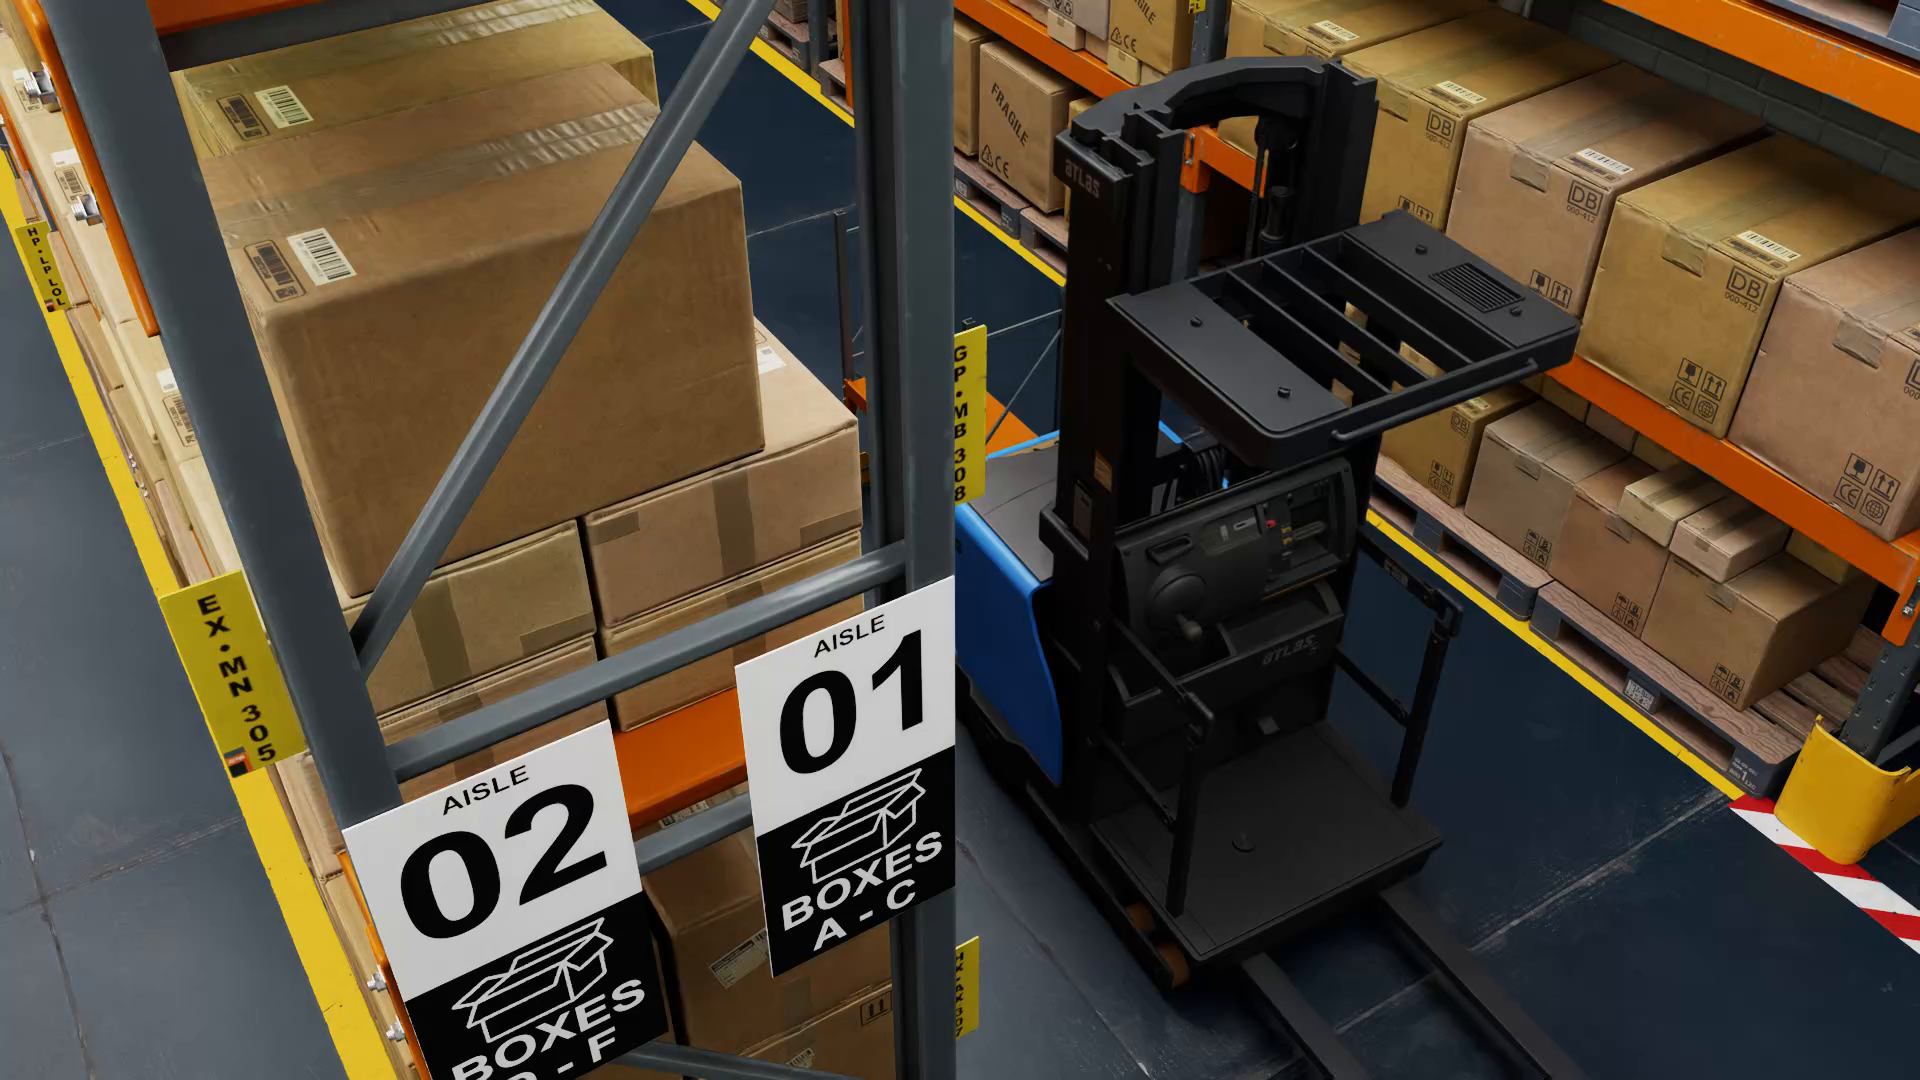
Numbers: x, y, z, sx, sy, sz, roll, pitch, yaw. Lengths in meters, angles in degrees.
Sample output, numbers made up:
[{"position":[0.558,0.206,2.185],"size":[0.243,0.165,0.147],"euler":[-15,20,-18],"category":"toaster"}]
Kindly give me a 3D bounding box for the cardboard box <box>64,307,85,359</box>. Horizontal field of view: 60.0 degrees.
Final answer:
[{"position":[-4.206,-1.138,8.382],"size":[0.500,0.500,0.500],"euler":[-23,45,-25],"category":"cardboard box"}]

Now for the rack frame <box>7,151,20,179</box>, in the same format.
[{"position":[-4.762,-2.827,8.799],"size":[1.000,3.000,0.127],"euler":[-22,45,-24],"category":"rack frame"}]

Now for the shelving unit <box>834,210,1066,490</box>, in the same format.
[{"position":[-0.041,-0.617,7.319],"size":[0.587,1.500,1.083],"euler":[-22,45,-24],"category":"shelving unit"}]

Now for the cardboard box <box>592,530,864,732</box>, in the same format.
[{"position":[-0.522,0.032,3.143],"size":[0.500,0.250,0.500],"euler":[-22,45,-24],"category":"cardboard box"}]

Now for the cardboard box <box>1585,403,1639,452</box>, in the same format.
[{"position":[2.945,-0.556,7.192],"size":[0.380,0.149,0.250],"euler":[-22,44,-24],"category":"cardboard box"}]

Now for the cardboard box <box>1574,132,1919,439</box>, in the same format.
[{"position":[3.031,-0.992,6.363],"size":[0.980,0.700,0.700],"euler":[-23,45,-25],"category":"cardboard box"}]

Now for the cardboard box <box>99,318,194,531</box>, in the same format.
[{"position":[-1.498,-0.329,3.576],"size":[0.500,0.250,0.500],"euler":[-22,45,-24],"category":"cardboard box"}]

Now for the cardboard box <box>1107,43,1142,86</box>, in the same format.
[{"position":[0.988,-2.499,8.587],"size":[0.380,0.149,0.250],"euler":[-21,44,-24],"category":"cardboard box"}]

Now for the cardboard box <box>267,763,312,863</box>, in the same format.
[{"position":[-1.486,0.373,4.101],"size":[0.500,0.500,0.500],"euler":[-21,44,-23],"category":"cardboard box"}]

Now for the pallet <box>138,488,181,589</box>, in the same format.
[{"position":[-3.080,-0.022,7.612],"size":[1.003,0.211,1.213],"euler":[-22,45,-24],"category":"pallet"}]

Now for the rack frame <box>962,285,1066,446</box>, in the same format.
[{"position":[0.227,-0.348,6.996],"size":[0.500,1.500,0.032],"euler":[-22,45,-24],"category":"rack frame"}]

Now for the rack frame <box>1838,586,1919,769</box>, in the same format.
[{"position":[3.715,-0.216,5.666],"size":[1.000,3.000,0.127],"euler":[-22,45,-24],"category":"rack frame"}]

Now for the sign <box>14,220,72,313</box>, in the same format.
[{"position":[-3.077,-0.920,5.606],"size":[0.100,0.325,0.005],"euler":[-22,45,-24],"category":"sign"}]

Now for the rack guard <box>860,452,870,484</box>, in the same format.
[{"position":[-0.309,-0.406,8.042],"size":[0.587,0.250,0.087],"euler":[-22,45,-24],"category":"rack guard"}]

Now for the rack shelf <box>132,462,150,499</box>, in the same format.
[{"position":[-1.535,0.688,5.143],"size":[1.077,0.370,4.000],"euler":[-22,45,-24],"category":"rack shelf"}]

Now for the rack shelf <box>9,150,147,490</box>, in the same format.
[{"position":[-3.686,-1.471,7.734],"size":[1.077,0.370,4.000],"euler":[-22,45,-24],"category":"rack shelf"}]

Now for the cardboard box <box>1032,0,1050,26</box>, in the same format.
[{"position":[0.619,-2.932,9.106],"size":[0.380,0.149,0.250],"euler":[-22,45,-24],"category":"cardboard box"}]

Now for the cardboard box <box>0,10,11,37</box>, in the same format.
[{"position":[-2.168,-1.675,4.214],"size":[0.700,0.500,0.500],"euler":[-22,45,-24],"category":"cardboard box"}]

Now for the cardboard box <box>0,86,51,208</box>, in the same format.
[{"position":[-2.293,-1.144,4.553],"size":[0.500,0.250,0.500],"euler":[-22,45,-24],"category":"cardboard box"}]

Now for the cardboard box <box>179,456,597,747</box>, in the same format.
[{"position":[-0.951,0.015,2.772],"size":[0.500,0.250,0.500],"euler":[-22,45,-24],"category":"cardboard box"}]

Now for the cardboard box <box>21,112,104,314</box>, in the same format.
[{"position":[-1.760,-0.794,3.743],"size":[0.500,0.250,0.500],"euler":[-22,45,-24],"category":"cardboard box"}]

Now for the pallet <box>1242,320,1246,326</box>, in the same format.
[{"position":[1.907,-0.866,8.625],"size":[1.003,0.211,1.213],"euler":[-22,45,-24],"category":"pallet"}]

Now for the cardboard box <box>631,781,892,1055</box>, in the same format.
[{"position":[-0.476,0.738,3.661],"size":[0.500,0.500,0.500],"euler":[-21,44,-23],"category":"cardboard box"}]

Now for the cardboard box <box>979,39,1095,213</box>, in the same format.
[{"position":[0.624,-2.495,9.752],"size":[0.750,0.750,0.750],"euler":[-21,44,-23],"category":"cardboard box"}]

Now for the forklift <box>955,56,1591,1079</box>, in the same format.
[{"position":[1.029,0.114,5.324],"size":[1.130,2.935,3.031],"euler":[-20,44,-22],"category":"forklift"}]

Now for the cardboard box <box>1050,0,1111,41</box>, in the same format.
[{"position":[0.820,-2.970,8.644],"size":[0.500,0.500,0.500],"euler":[-22,45,-24],"category":"cardboard box"}]

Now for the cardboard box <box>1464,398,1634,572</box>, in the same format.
[{"position":[2.714,-0.302,7.393],"size":[0.700,0.500,0.500],"euler":[-24,45,-26],"category":"cardboard box"}]

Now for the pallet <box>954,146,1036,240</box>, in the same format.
[{"position":[0.425,-2.353,10.409],"size":[1.003,0.211,1.213],"euler":[-22,45,-24],"category":"pallet"}]

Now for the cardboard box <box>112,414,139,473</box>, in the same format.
[{"position":[-3.377,-0.314,7.392],"size":[0.500,0.500,0.500],"euler":[-22,45,-24],"category":"cardboard box"}]

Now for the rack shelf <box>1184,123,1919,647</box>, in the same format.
[{"position":[2.639,-1.019,7.192],"size":[1.077,0.370,4.000],"euler":[-22,45,-24],"category":"rack shelf"}]

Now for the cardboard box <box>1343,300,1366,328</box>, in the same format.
[{"position":[1.910,-1.138,7.891],"size":[0.380,0.149,0.250],"euler":[-21,44,-23],"category":"cardboard box"}]

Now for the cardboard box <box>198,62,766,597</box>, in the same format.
[{"position":[-0.750,-0.355,2.631],"size":[0.700,0.500,0.500],"euler":[-22,45,-24],"category":"cardboard box"}]

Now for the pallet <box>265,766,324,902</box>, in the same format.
[{"position":[-2.242,0.775,6.656],"size":[1.003,0.211,1.213],"euler":[-22,45,-24],"category":"pallet"}]

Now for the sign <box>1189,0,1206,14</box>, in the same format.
[{"position":[1.111,-2.597,7.681],"size":[0.100,0.325,0.005],"euler":[-22,45,-24],"category":"sign"}]

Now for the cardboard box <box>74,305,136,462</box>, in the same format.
[{"position":[-2.317,-0.461,5.101],"size":[0.500,0.500,0.500],"euler":[-24,45,-26],"category":"cardboard box"}]

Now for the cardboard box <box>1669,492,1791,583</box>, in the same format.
[{"position":[3.031,-0.016,6.544],"size":[0.380,0.149,0.250],"euler":[-23,45,-25],"category":"cardboard box"}]

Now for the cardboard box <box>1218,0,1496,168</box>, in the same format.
[{"position":[1.842,-2.192,7.803],"size":[0.980,0.700,0.700],"euler":[-22,44,-24],"category":"cardboard box"}]

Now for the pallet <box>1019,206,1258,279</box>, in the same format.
[{"position":[1.085,-1.694,9.618],"size":[1.003,0.211,1.213],"euler":[-22,45,-24],"category":"pallet"}]

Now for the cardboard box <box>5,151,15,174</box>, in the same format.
[{"position":[-5.530,-2.409,10.117],"size":[0.500,0.250,0.500],"euler":[-23,45,-25],"category":"cardboard box"}]

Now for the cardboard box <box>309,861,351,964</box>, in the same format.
[{"position":[-1.476,0.755,4.423],"size":[0.500,0.500,0.500],"euler":[-22,45,-24],"category":"cardboard box"}]
